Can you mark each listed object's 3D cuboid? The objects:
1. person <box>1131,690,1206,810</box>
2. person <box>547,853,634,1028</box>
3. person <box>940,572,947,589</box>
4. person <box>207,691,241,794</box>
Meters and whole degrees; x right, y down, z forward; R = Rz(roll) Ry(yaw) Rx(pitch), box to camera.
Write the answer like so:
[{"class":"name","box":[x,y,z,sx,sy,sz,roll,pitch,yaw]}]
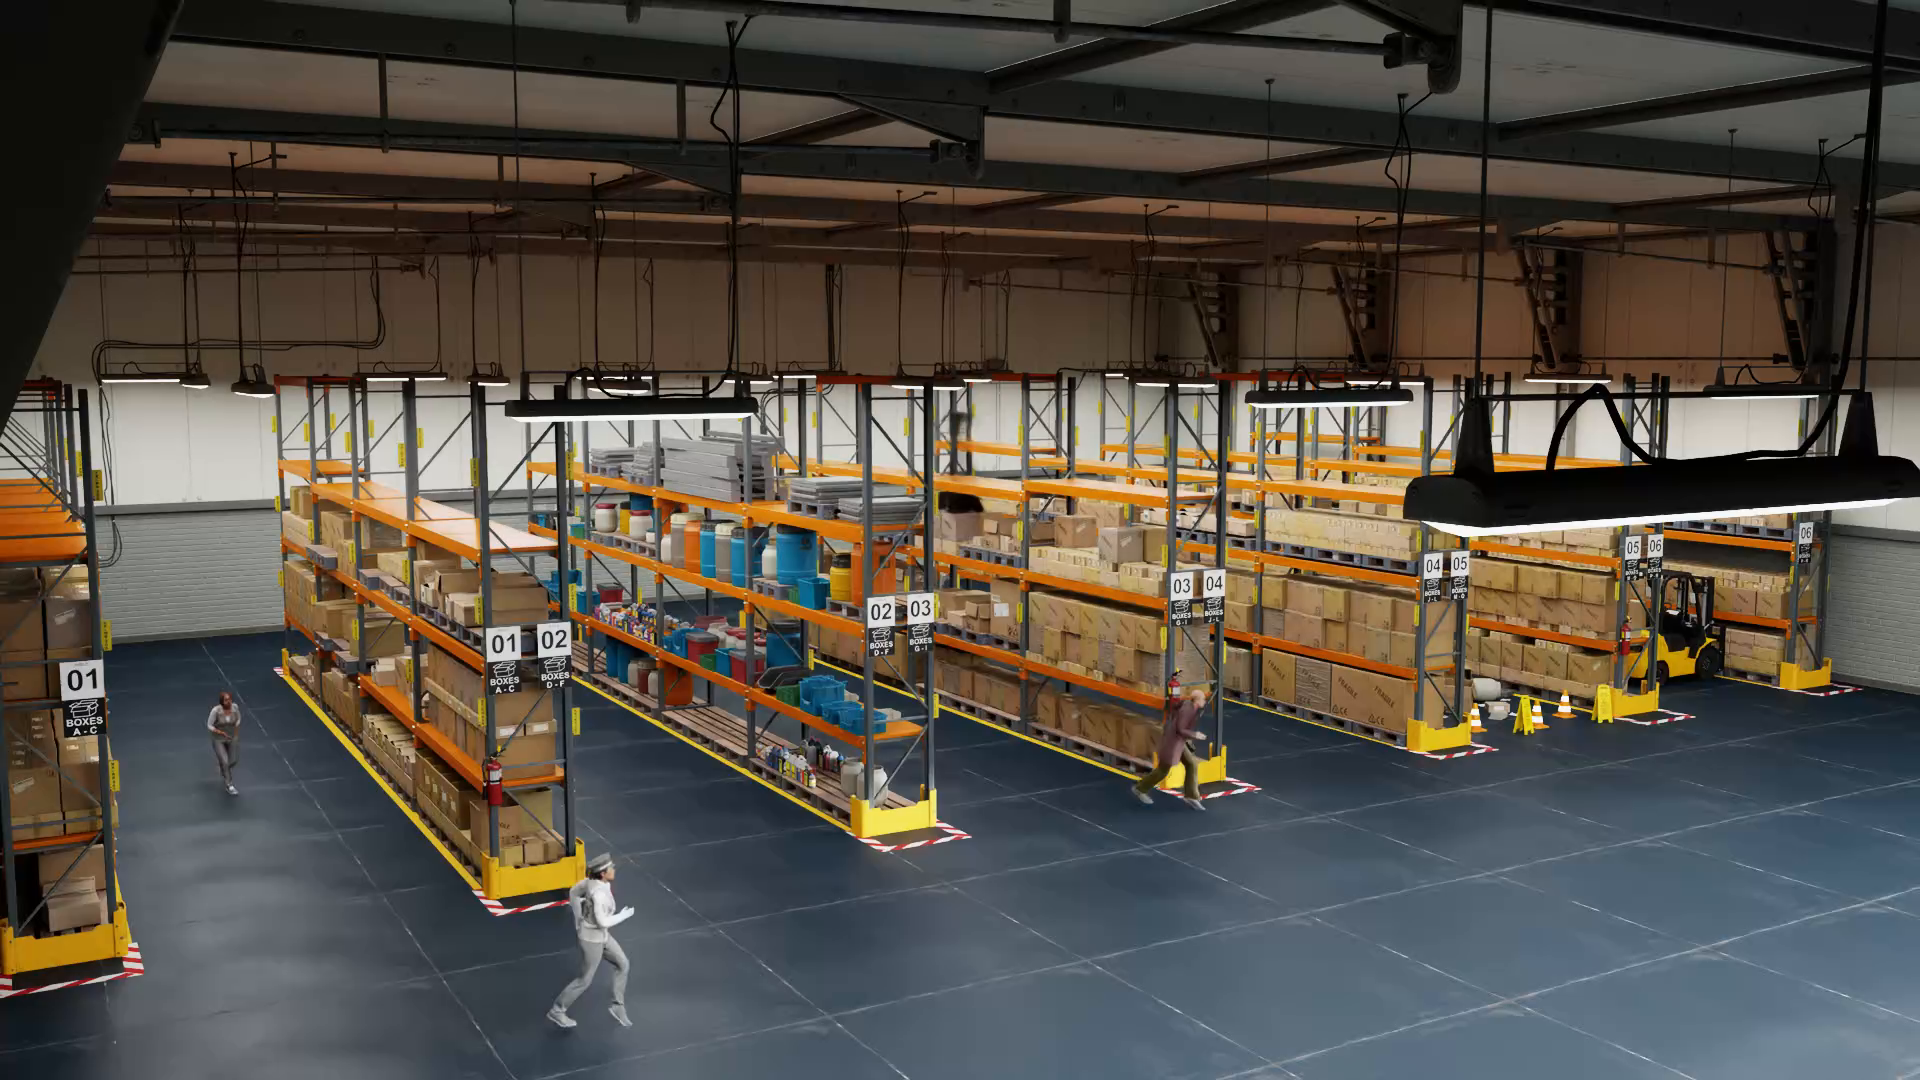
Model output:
[{"class":"person","box":[2.944,2.955,23.420,1.054,1.745,0.753,1,6,10]},{"class":"person","box":[-3.483,3.794,15.646,0.828,1.727,0.637,-2,6,-15]},{"class":"person","box":[-0.471,0.886,42.265,0.609,1.655,0.611,5,8,40]},{"class":"person","box":[-10.720,2.934,24.248,0.507,1.539,0.689,-5,8,-38]}]
